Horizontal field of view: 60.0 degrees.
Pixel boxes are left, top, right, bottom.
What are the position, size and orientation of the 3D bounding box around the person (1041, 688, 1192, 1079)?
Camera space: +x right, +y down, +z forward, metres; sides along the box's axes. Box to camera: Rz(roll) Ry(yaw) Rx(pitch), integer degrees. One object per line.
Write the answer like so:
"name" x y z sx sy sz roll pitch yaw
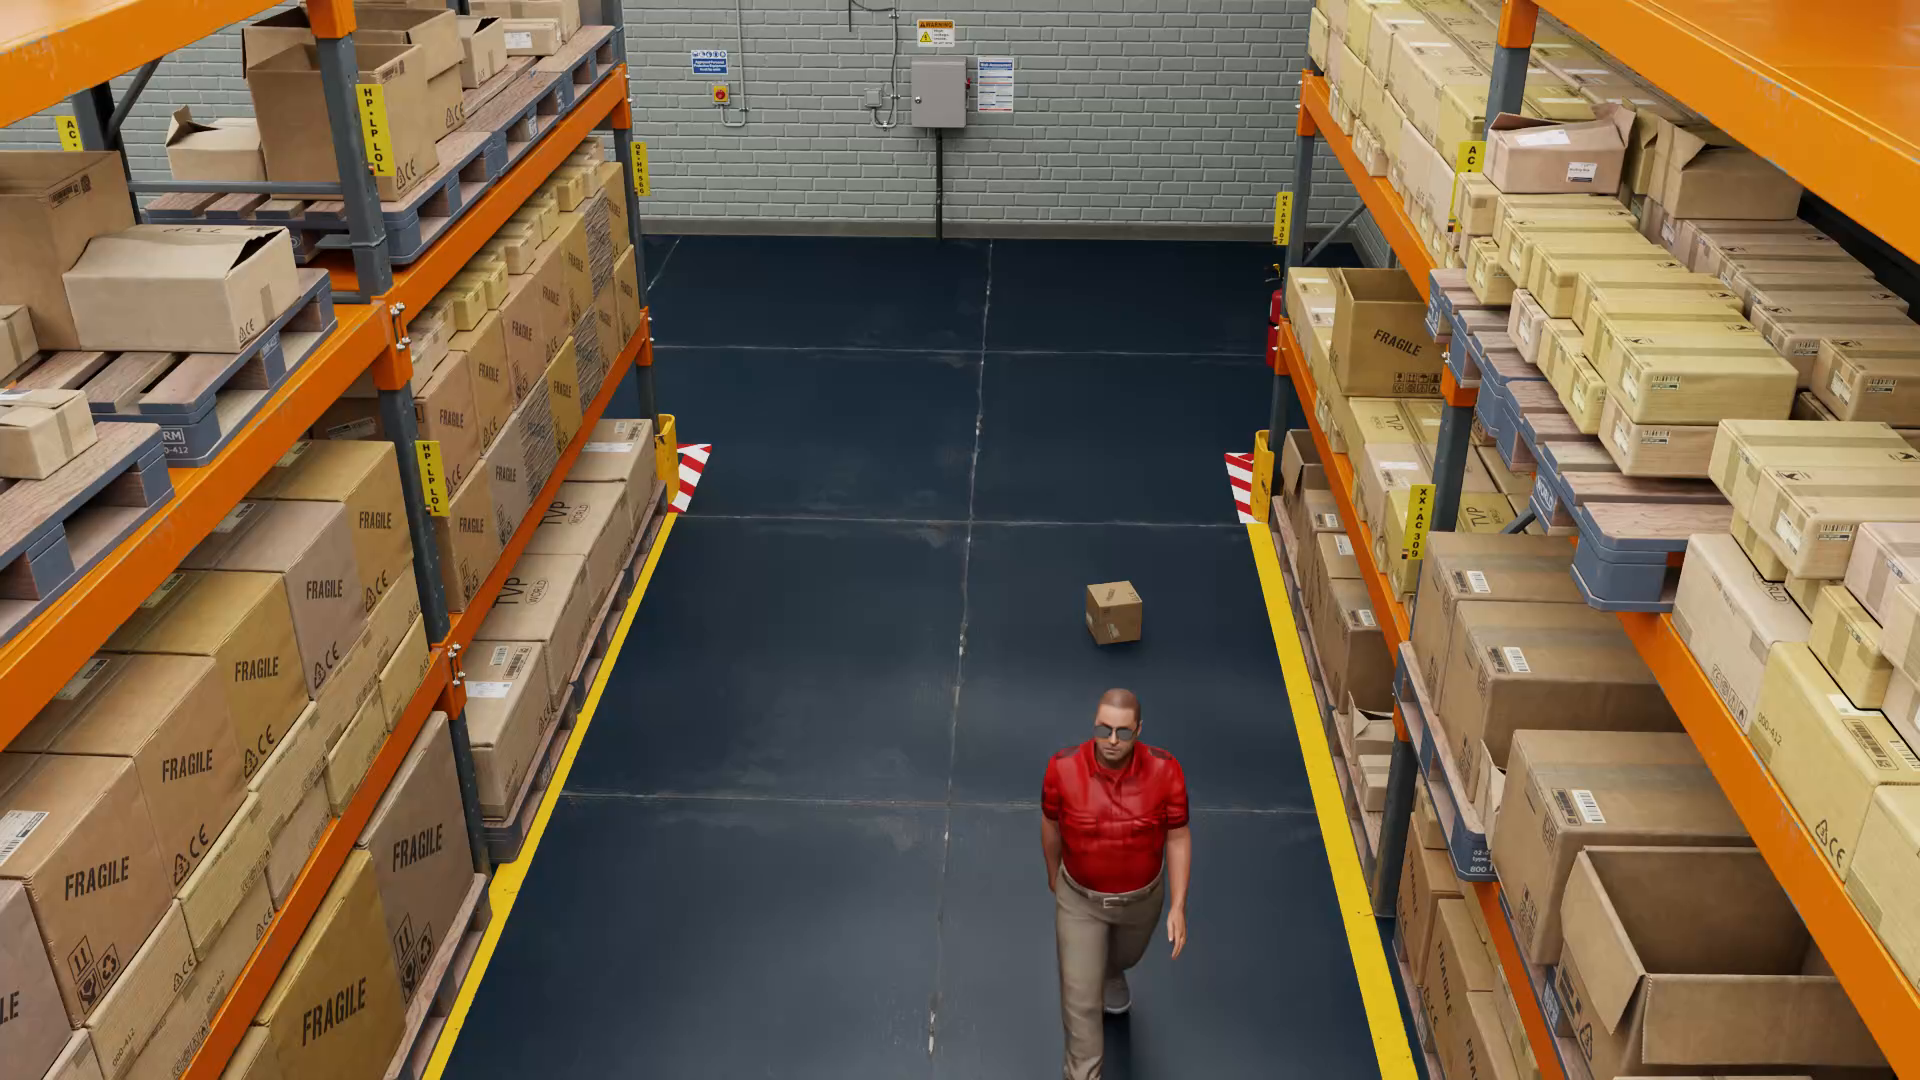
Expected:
"person" 0.574 1.316 6.142 0.536 1.670 1.049 -1 28 -3
